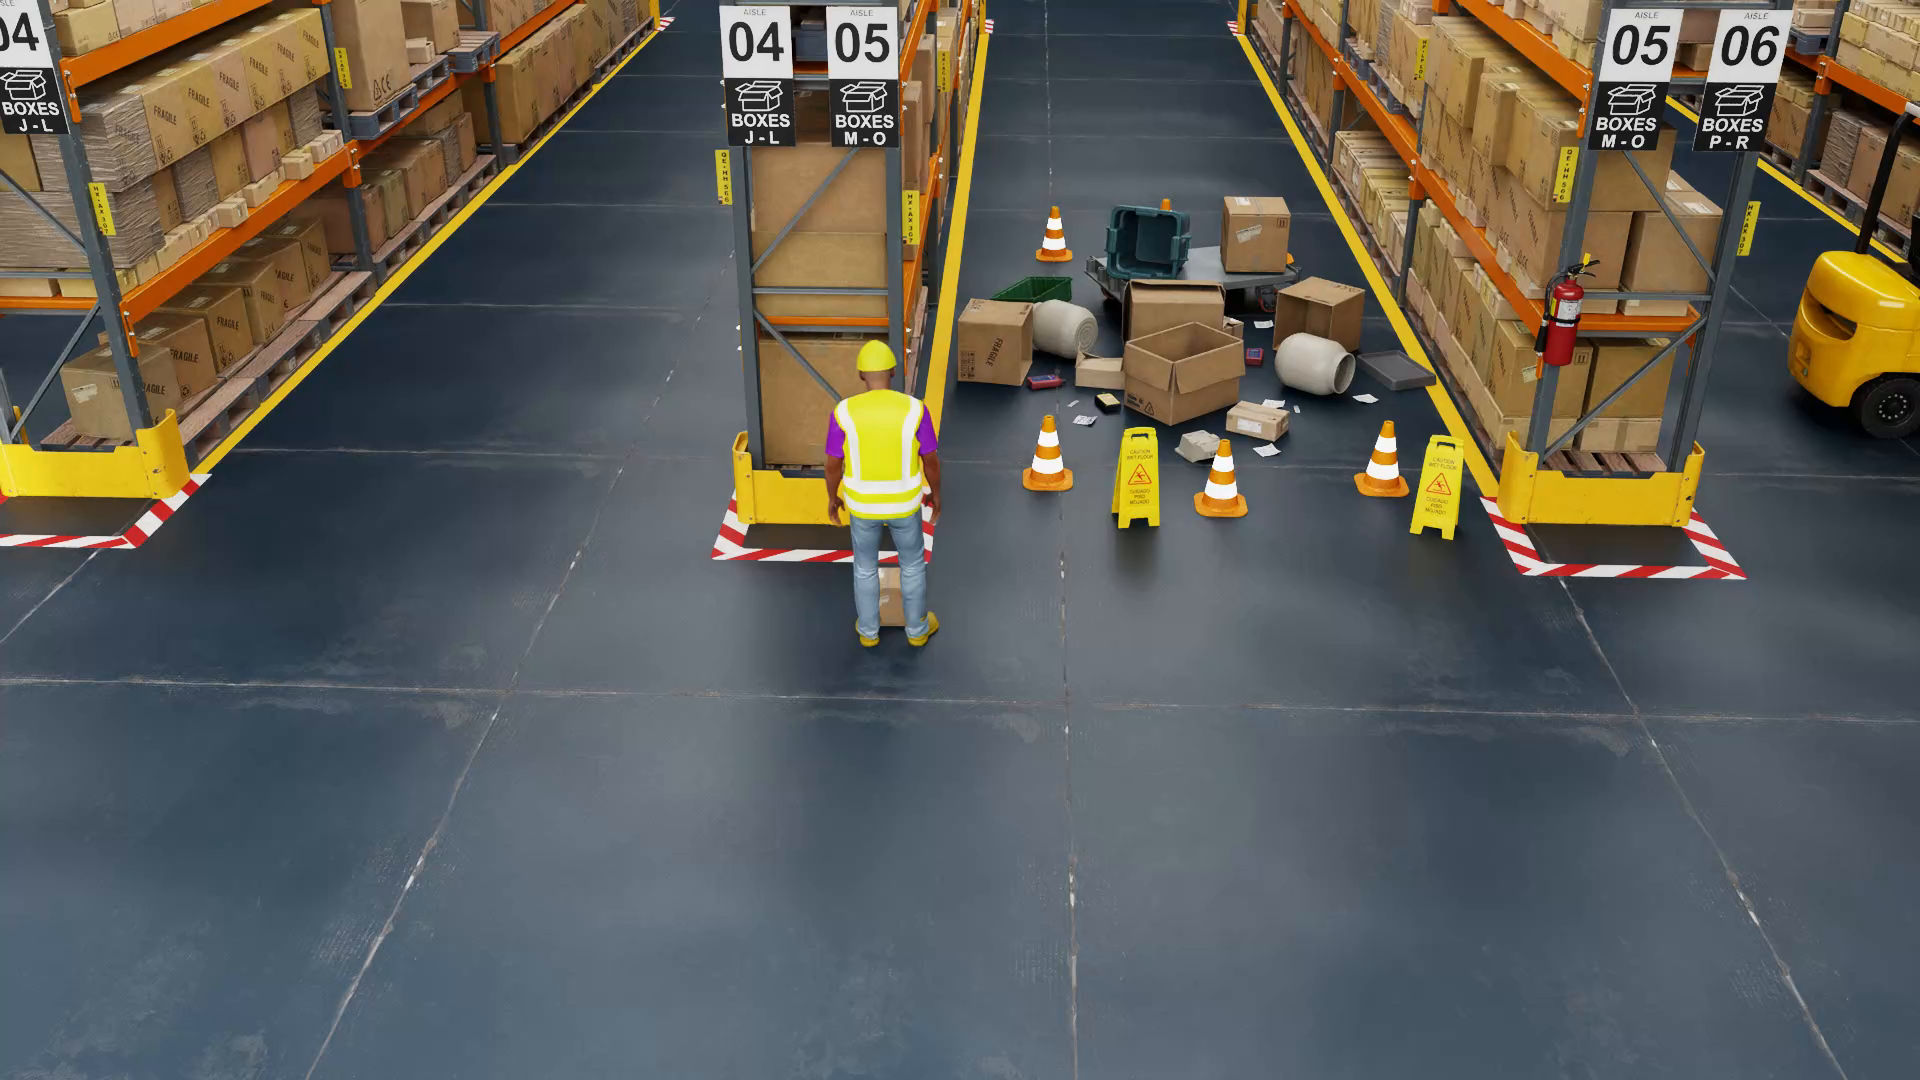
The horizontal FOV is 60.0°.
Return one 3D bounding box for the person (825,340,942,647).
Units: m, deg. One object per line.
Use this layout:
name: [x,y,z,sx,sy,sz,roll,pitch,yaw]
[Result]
person: [-0.413,-0.231,9.045,0.629,1.755,0.460,-1,28,-1]
